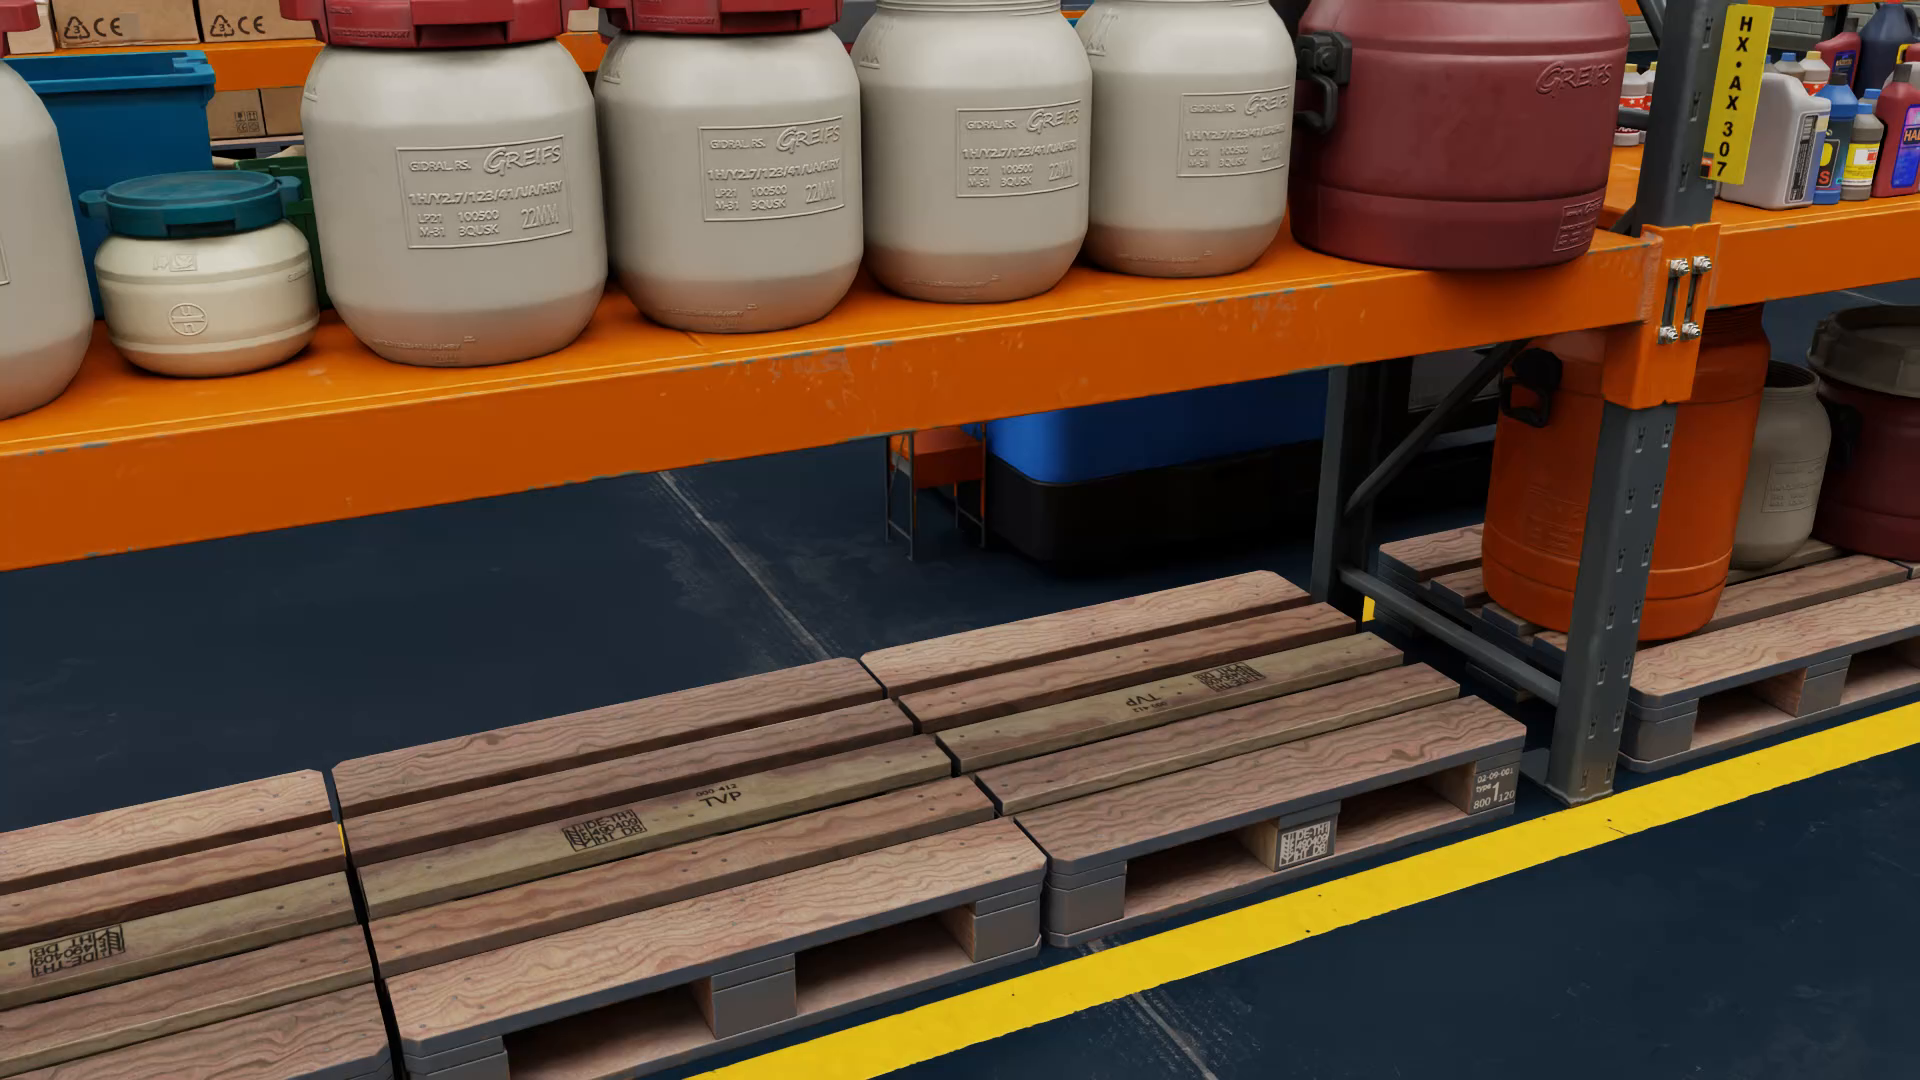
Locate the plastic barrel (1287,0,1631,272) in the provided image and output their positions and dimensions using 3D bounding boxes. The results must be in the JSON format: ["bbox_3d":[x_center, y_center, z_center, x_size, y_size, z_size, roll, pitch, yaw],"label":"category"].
[{"bbox_3d":[0.941,-0.840,3.179,0.708,0.536,0.600,-10,25,-24],"label":"plastic barrel"}]

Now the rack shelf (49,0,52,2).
[{"bbox_3d":[-4.871,-3.708,11.227,4.000,0.370,1.077,-10,25,-24],"label":"rack shelf"}]

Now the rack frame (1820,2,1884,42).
[{"bbox_3d":[6.291,-3.993,10.974,0.127,3.000,1.000,-10,25,-24],"label":"rack frame"}]

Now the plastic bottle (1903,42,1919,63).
[{"bbox_3d":[2.666,-1.289,4.594,0.133,0.283,0.061,-10,25,-24],"label":"plastic bottle"}]

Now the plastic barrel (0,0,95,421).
[{"bbox_3d":[-1.420,-0.441,2.215,0.433,0.535,0.433,0,22,0],"label":"plastic barrel"}]

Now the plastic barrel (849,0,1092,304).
[{"bbox_3d":[0.014,-0.696,2.863,0.421,0.512,0.421,0,22,0],"label":"plastic barrel"}]

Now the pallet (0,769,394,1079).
[{"bbox_3d":[-1.686,0.850,2.920,1.213,0.211,1.003,-10,25,-24],"label":"pallet"}]

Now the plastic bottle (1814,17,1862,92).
[{"bbox_3d":[2.437,-1.308,4.640,0.133,0.283,0.061,-10,25,-24],"label":"plastic bottle"}]

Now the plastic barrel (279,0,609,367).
[{"bbox_3d":[-0.758,-0.562,2.509,0.433,0.535,0.433,0,22,0],"label":"plastic barrel"}]

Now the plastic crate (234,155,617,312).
[{"bbox_3d":[-0.930,-0.583,3.013,0.662,0.188,0.450,-10,25,-24],"label":"plastic crate"}]

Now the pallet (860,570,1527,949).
[{"bbox_3d":[0.513,0.445,3.898,1.213,0.211,1.003,-10,25,-24],"label":"pallet"}]

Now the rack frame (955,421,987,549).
[{"bbox_3d":[0.033,-0.491,5.063,0.008,1.050,0.200,-11,25,-24],"label":"rack frame"}]

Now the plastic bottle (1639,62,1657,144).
[{"bbox_3d":[1.815,-1.148,4.361,0.097,0.201,0.097,0,22,0],"label":"plastic bottle"}]

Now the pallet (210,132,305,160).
[{"bbox_3d":[-4.872,-2.754,11.627,1.213,0.211,1.003,-10,25,-24],"label":"pallet"}]

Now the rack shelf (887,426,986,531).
[{"bbox_3d":[-0.076,-0.204,5.123,0.240,0.259,0.215,-11,25,-24],"label":"rack shelf"}]

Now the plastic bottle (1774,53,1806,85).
[{"bbox_3d":[2.253,-1.228,4.556,0.097,0.201,0.097,0,22,0],"label":"plastic bottle"}]

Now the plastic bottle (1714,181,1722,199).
[{"bbox_3d":[1.692,-0.914,3.697,0.135,0.276,0.152,-10,25,-24],"label":"plastic bottle"}]

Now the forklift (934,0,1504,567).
[{"bbox_3d":[1.364,-1.647,5.398,3.031,2.935,1.130,-11,25,-24],"label":"forklift"}]

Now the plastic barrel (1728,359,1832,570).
[{"bbox_3d":[2.131,-0.214,4.549,0.421,0.512,0.421,0,22,0],"label":"plastic barrel"}]

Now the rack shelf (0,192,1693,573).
[{"bbox_3d":[-0.575,-0.294,2.979,4.000,0.370,1.077,-10,25,-24],"label":"rack shelf"}]

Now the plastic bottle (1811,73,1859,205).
[{"bbox_3d":[1.874,-0.869,3.595,0.097,0.271,0.097,0,22,0],"label":"plastic bottle"}]

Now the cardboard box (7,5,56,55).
[{"bbox_3d":[-3.635,-1.963,6.398,0.250,0.149,0.380,-10,25,-24],"label":"cardboard box"}]

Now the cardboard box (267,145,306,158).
[{"bbox_3d":[-2.910,-1.604,7.515,0.500,0.311,0.500,-11,25,-24],"label":"cardboard box"}]

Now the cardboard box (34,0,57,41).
[{"bbox_3d":[-3.809,-2.149,6.696,0.258,0.266,0.396,-11,25,-25],"label":"cardboard box"}]

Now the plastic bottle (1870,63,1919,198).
[{"bbox_3d":[2.074,-0.903,3.663,0.133,0.283,0.061,-10,25,-24],"label":"plastic bottle"}]

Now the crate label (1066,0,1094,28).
[{"bbox_3d":[0.215,-0.903,3.463,0.616,0.435,0.502,-10,25,-24],"label":"crate label"}]

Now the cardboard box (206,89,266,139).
[{"bbox_3d":[-5.096,-3.059,11.410,0.500,0.500,0.700,-10,25,-23],"label":"cardboard box"}]

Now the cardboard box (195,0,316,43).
[{"bbox_3d":[-2.897,-2.341,6.852,0.500,0.500,0.500,-10,25,-24],"label":"cardboard box"}]

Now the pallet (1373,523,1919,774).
[{"bbox_3d":[1.920,0.185,4.527,1.213,0.211,1.003,-10,25,-24],"label":"pallet"}]

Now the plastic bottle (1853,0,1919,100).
[{"bbox_3d":[2.598,-1.351,4.657,0.185,0.351,0.144,-10,25,-24],"label":"plastic bottle"}]

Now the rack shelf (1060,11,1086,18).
[{"bbox_3d":[0.885,-2.665,8.707,4.000,0.370,1.077,-10,25,-24],"label":"rack shelf"}]

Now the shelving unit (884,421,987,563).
[{"bbox_3d":[-0.076,-0.470,5.013,0.252,1.050,0.215,-11,25,-24],"label":"shelving unit"}]
